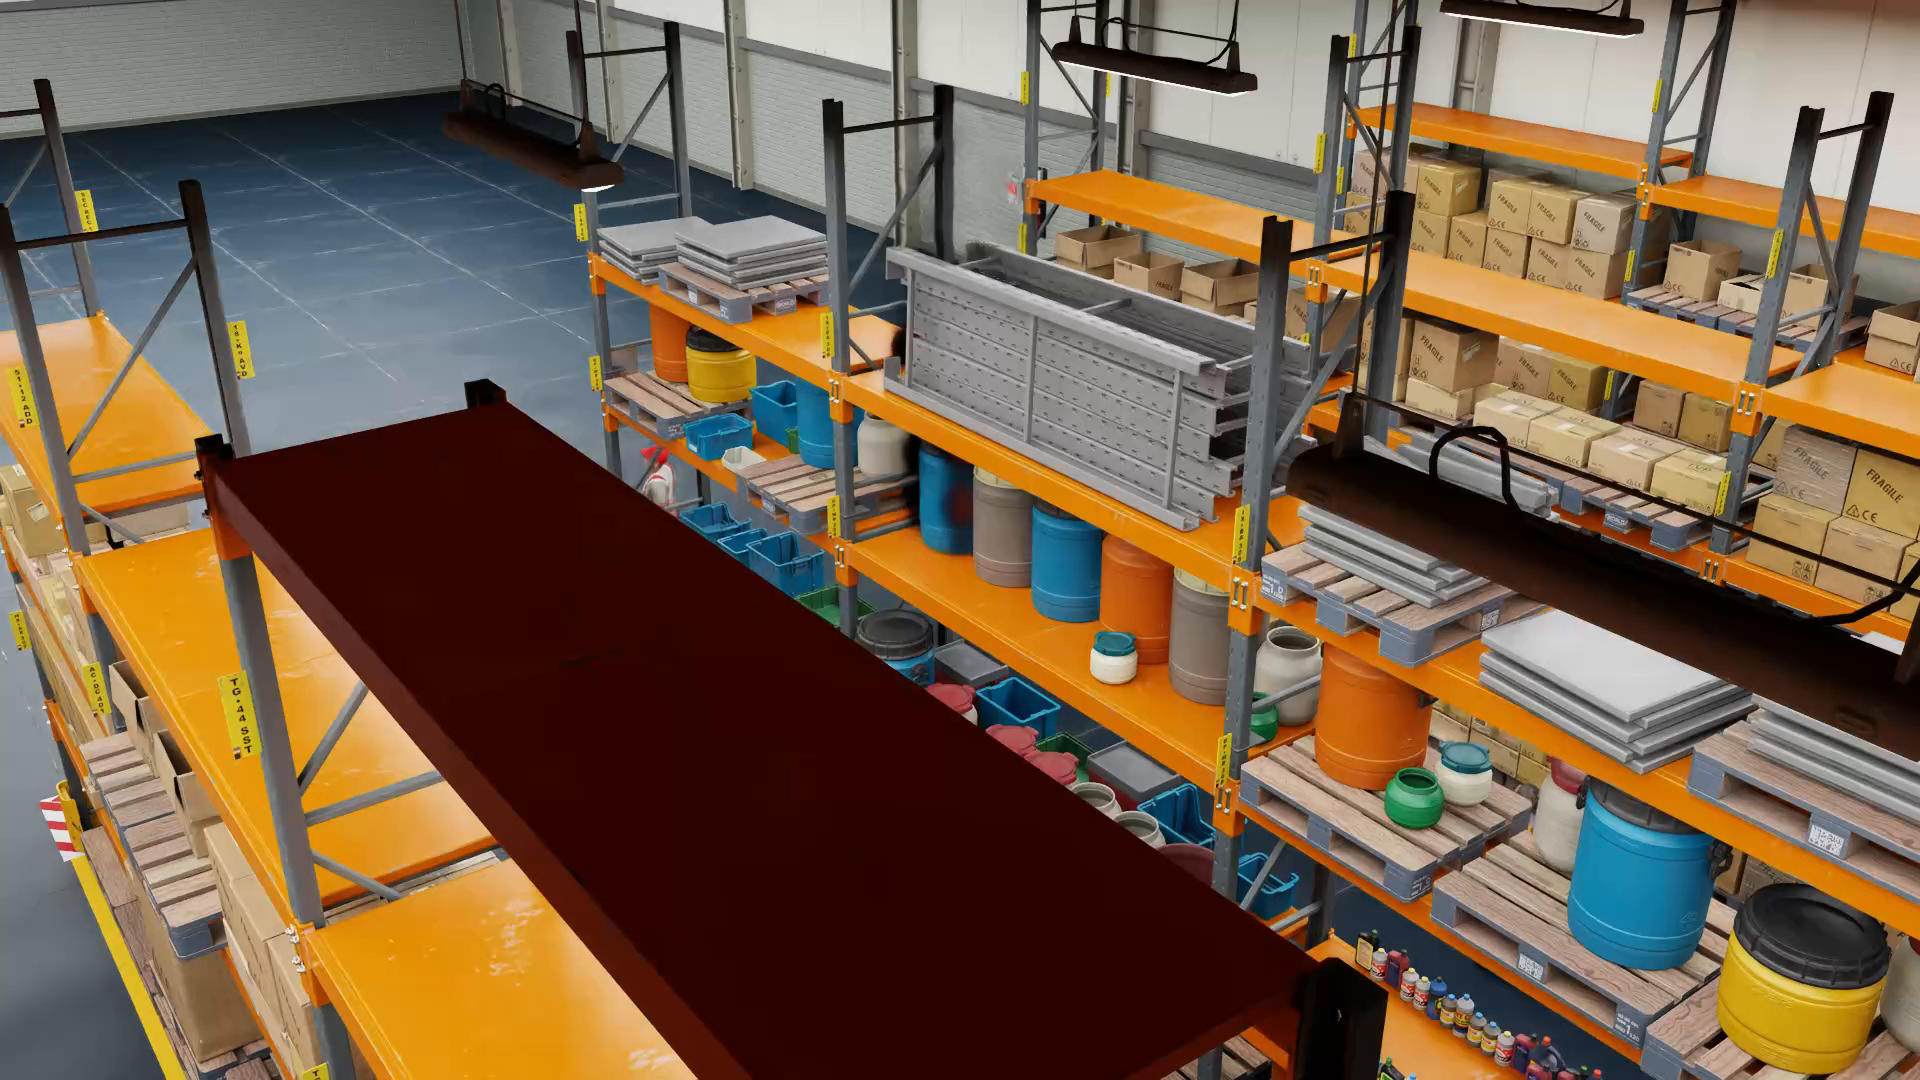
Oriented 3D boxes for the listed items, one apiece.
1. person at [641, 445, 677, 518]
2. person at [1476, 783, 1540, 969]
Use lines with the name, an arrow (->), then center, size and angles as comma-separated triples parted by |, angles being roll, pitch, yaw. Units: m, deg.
person -> -3.133, -0.215, 17.403 | 0.705, 1.716, 0.705 | 0, 25, 0
person -> 3.932, 2.411, 11.873 | 0.551, 1.593, 0.607 | 20, 32, 37
